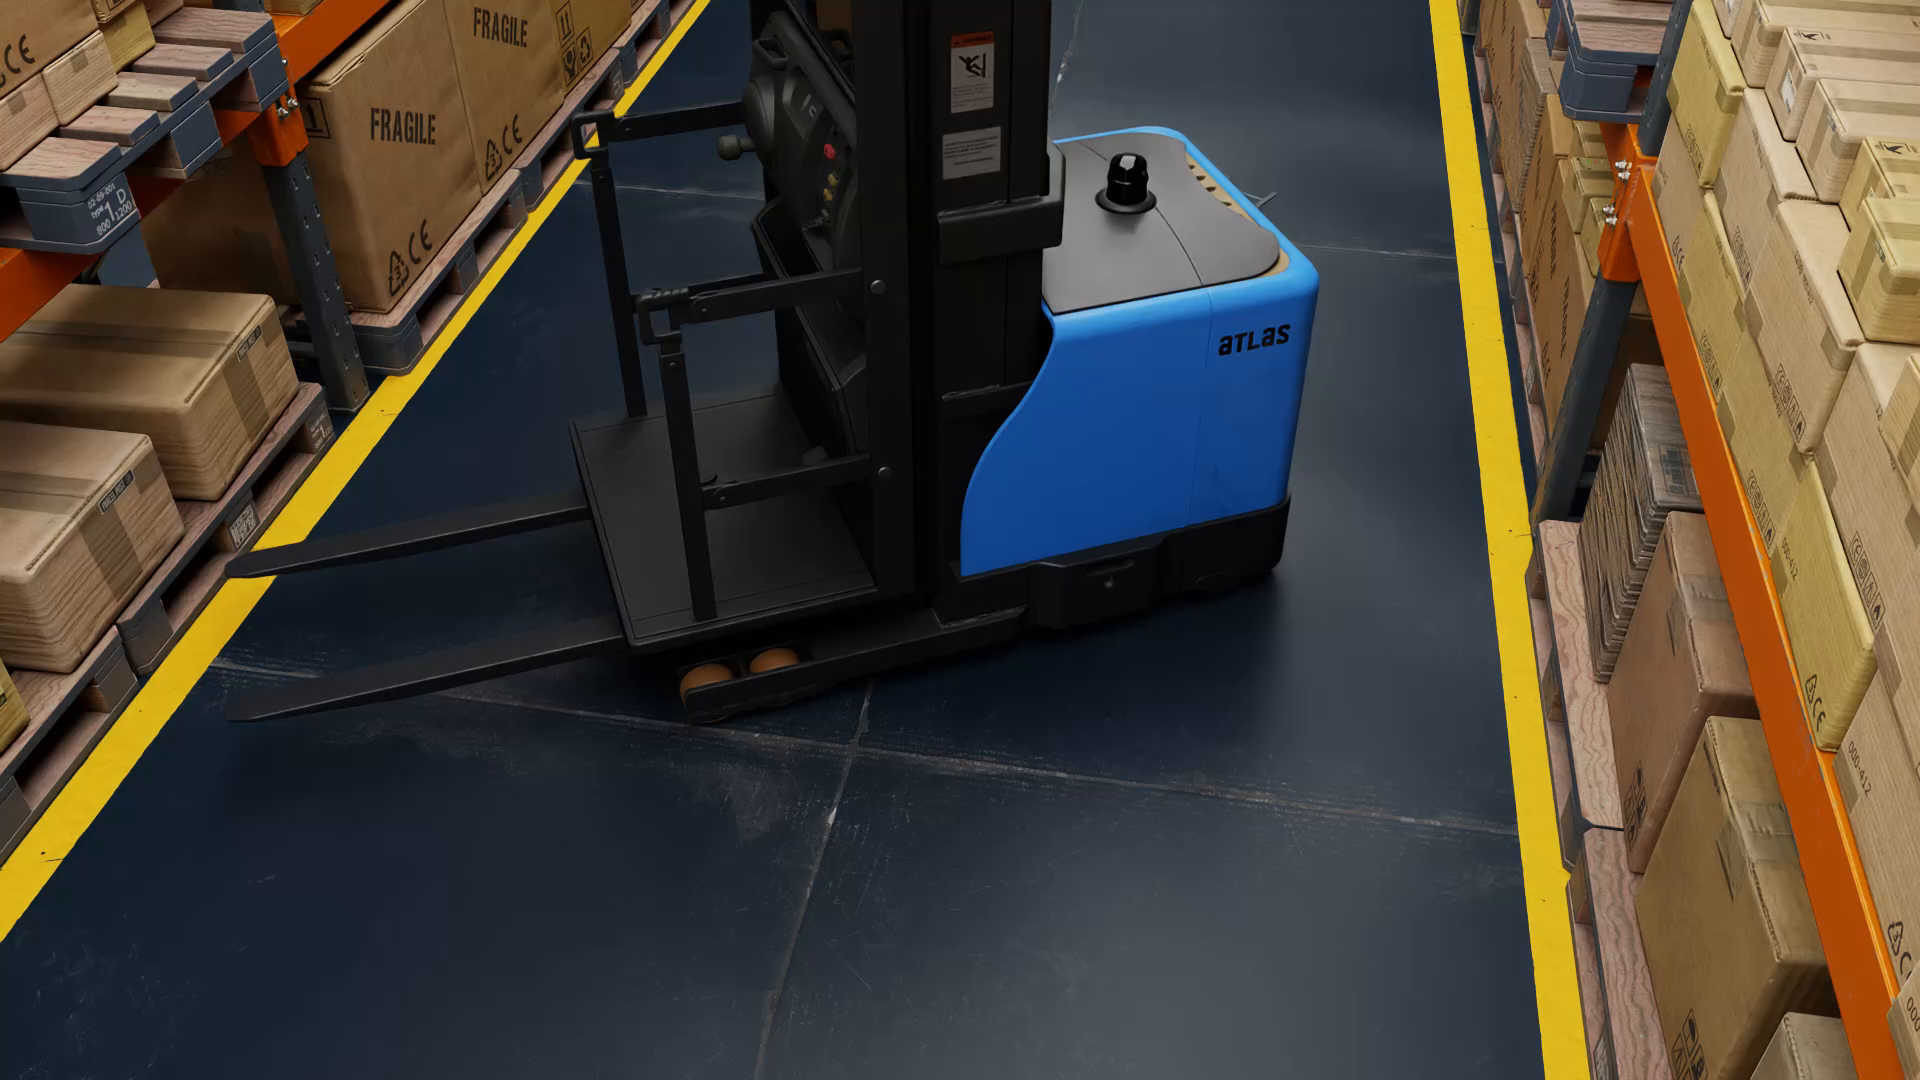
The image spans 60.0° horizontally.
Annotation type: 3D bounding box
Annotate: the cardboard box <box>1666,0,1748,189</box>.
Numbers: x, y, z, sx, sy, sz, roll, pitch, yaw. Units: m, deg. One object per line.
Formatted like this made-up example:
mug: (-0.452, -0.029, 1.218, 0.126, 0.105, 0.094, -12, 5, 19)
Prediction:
cardboard box: (1.968, -1.025, 3.861, 0.500, 0.250, 0.500, 6, 40, 8)

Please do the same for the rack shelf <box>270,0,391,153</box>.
rack shelf: (-2.233, -2.662, 6.680, 1.077, 0.370, 4.000, 6, 40, 8)

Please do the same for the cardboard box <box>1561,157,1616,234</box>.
cardboard box: (2.163, -1.100, 5.349, 0.380, 0.149, 0.250, 4, 40, 5)

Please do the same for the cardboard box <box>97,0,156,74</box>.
cardboard box: (-2.380, -1.341, 4.385, 0.380, 0.149, 0.250, 7, 40, 8)

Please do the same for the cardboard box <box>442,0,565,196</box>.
cardboard box: (-2.220, -2.010, 6.665, 0.875, 0.875, 0.875, 7, 40, 8)

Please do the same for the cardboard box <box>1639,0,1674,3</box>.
cardboard box: (2.046, -1.658, 4.769, 0.380, 0.149, 0.250, 7, 40, 8)

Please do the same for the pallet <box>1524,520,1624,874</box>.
pallet: (2.129, 0.448, 4.542, 1.003, 0.211, 1.213, 6, 40, 8)

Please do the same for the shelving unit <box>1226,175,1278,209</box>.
shelving unit: (0.793, -1.064, 6.384, 0.258, 0.189, 1.200, 28, 47, 29)

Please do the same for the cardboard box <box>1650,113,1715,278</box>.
cardboard box: (1.993, -0.829, 4.017, 0.500, 0.250, 0.500, 7, 40, 8)

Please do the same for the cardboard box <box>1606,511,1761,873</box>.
cardboard box: (2.083, 0.415, 3.927, 0.875, 0.625, 0.625, 8, 40, 9)

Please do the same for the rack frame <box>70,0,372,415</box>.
rack frame: (-2.579, -1.684, 4.932, 1.000, 3.000, 0.127, 6, 40, 8)

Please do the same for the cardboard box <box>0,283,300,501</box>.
cardboard box: (-2.687, -0.479, 5.208, 0.950, 0.372, 0.625, 4, 40, 5)

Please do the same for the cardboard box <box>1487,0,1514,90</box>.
cardboard box: (2.614, -2.234, 7.230, 0.500, 0.500, 0.500, 6, 40, 7)

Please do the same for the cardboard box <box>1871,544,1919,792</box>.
cardboard box: (1.627, 0.257, 2.311, 0.500, 0.250, 0.500, 7, 40, 9)

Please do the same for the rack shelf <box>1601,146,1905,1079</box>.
rack shelf: (1.964, 0.394, 2.984, 1.077, 0.370, 4.000, 6, 40, 8)

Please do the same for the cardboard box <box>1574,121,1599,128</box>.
cardboard box: (2.342, -1.421, 5.738, 0.380, 0.149, 0.250, 8, 40, 9)

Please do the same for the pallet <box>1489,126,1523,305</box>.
pallet: (2.690, -1.292, 6.647, 1.003, 0.211, 1.213, 6, 40, 8)

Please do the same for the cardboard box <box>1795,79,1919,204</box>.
cardboard box: (1.868, -0.763, 3.231, 0.380, 0.149, 0.250, 7, 40, 8)

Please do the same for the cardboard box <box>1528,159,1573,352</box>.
cardboard box: (2.268, -0.939, 5.664, 0.500, 0.500, 0.500, 6, 40, 7)

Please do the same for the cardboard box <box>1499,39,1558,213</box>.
cardboard box: (2.428, -1.596, 6.458, 0.500, 0.500, 0.500, 5, 40, 6)

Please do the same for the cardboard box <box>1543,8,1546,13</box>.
cardboard box: (2.559, -2.231, 6.717, 0.380, 0.149, 0.250, 6, 40, 8)

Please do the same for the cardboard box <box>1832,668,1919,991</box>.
cardboard box: (1.645, 0.460, 2.457, 0.500, 0.250, 0.500, 7, 40, 8)

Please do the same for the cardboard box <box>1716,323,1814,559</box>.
cardboard box: (1.818, -0.190, 3.244, 0.500, 0.250, 0.500, 5, 40, 6)

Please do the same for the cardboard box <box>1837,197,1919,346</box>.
cardboard box: (1.752, -0.449, 2.851, 0.380, 0.149, 0.250, 7, 40, 9)

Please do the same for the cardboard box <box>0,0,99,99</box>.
cardboard box: (-2.463, -1.357, 3.896, 0.500, 0.500, 0.500, 6, 40, 7)

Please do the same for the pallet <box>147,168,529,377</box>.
pallet: (-2.369, -1.096, 6.409, 1.003, 0.211, 1.213, 6, 40, 8)

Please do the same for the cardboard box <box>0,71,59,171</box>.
cardboard box: (-2.430, -1.021, 3.998, 0.380, 0.149, 0.250, 5, 40, 6)

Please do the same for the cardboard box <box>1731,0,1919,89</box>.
cardboard box: (1.920, -1.092, 3.629, 0.380, 0.149, 0.250, 7, 40, 9)

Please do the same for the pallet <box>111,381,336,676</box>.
pallet: (-2.716, -0.119, 5.228, 1.003, 0.211, 1.213, 6, 40, 8)

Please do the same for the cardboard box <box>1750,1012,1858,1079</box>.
cardboard box: (1.839, 1.310, 2.845, 0.875, 0.625, 0.625, 6, 40, 7)

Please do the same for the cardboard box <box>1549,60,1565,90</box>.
cardboard box: (2.403, -1.754, 6.141, 0.380, 0.149, 0.250, 5, 40, 6)

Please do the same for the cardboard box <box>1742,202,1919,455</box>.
cardboard box: (1.796, -0.382, 3.083, 0.500, 0.250, 0.500, 5, 40, 7)

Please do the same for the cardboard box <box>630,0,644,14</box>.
cardboard box: (-1.916, -3.139, 8.031, 0.875, 0.875, 0.875, 8, 40, 9)

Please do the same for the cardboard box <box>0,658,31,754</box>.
cardboard box: (-2.944, 0.460, 4.072, 0.950, 0.372, 0.625, 8, 40, 9)

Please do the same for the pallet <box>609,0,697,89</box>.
pallet: (-1.947, -2.627, 8.262, 1.003, 0.211, 1.213, 6, 40, 8)

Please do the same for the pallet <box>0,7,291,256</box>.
pallet: (-2.598, -1.151, 4.438, 1.213, 0.211, 1.003, 6, 40, 8)

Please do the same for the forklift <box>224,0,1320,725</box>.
forklift: (-0.590, -1.001, 4.160, 3.031, 2.935, 1.130, -12, 41, -15)

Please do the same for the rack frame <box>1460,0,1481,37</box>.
rack frame: (3.002, -3.649, 7.310, 1.000, 3.000, 0.127, 6, 40, 8)
